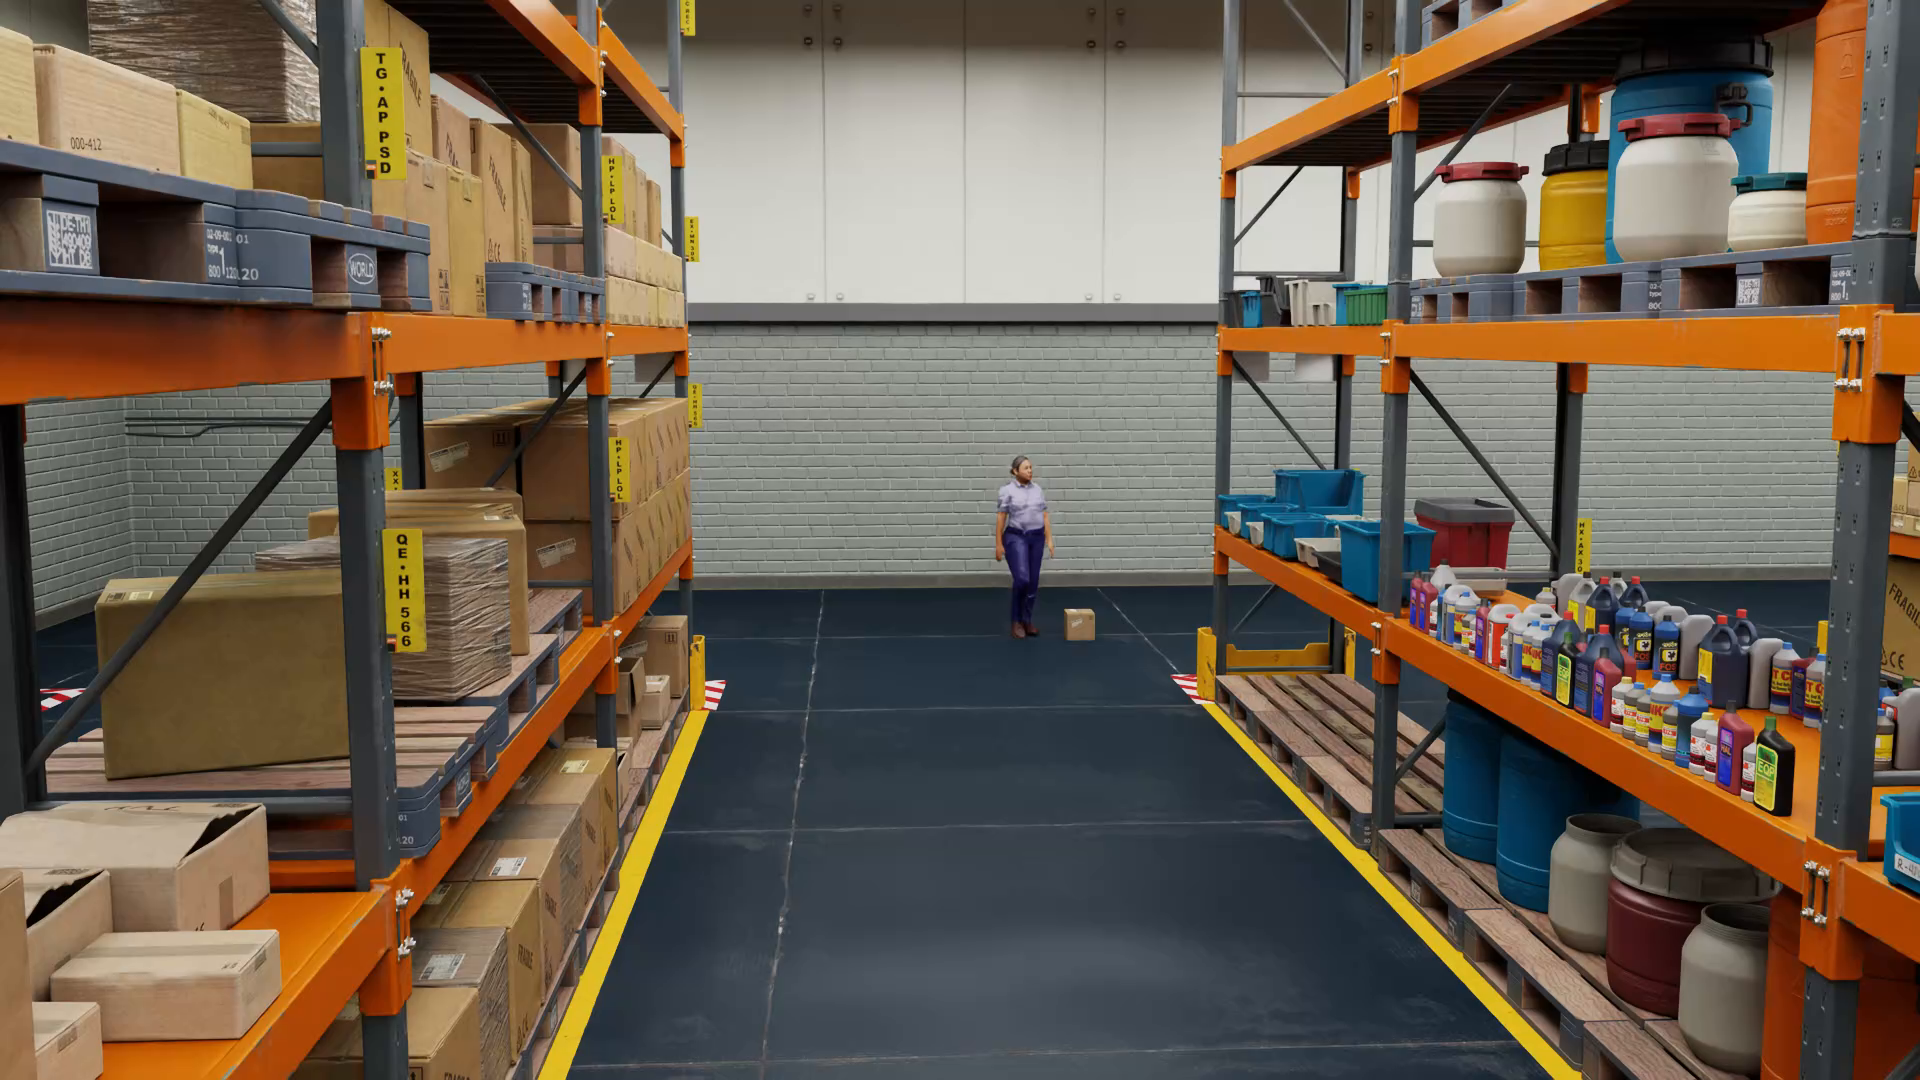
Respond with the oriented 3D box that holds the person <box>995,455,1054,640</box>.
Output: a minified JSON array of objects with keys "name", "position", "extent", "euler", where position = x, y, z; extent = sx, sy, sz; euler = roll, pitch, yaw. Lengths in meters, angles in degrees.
[{"name":"person","position":[0.621,0.065,15.257],"extent":[0.523,1.673,0.457],"euler":[-4,8,-30]}]
